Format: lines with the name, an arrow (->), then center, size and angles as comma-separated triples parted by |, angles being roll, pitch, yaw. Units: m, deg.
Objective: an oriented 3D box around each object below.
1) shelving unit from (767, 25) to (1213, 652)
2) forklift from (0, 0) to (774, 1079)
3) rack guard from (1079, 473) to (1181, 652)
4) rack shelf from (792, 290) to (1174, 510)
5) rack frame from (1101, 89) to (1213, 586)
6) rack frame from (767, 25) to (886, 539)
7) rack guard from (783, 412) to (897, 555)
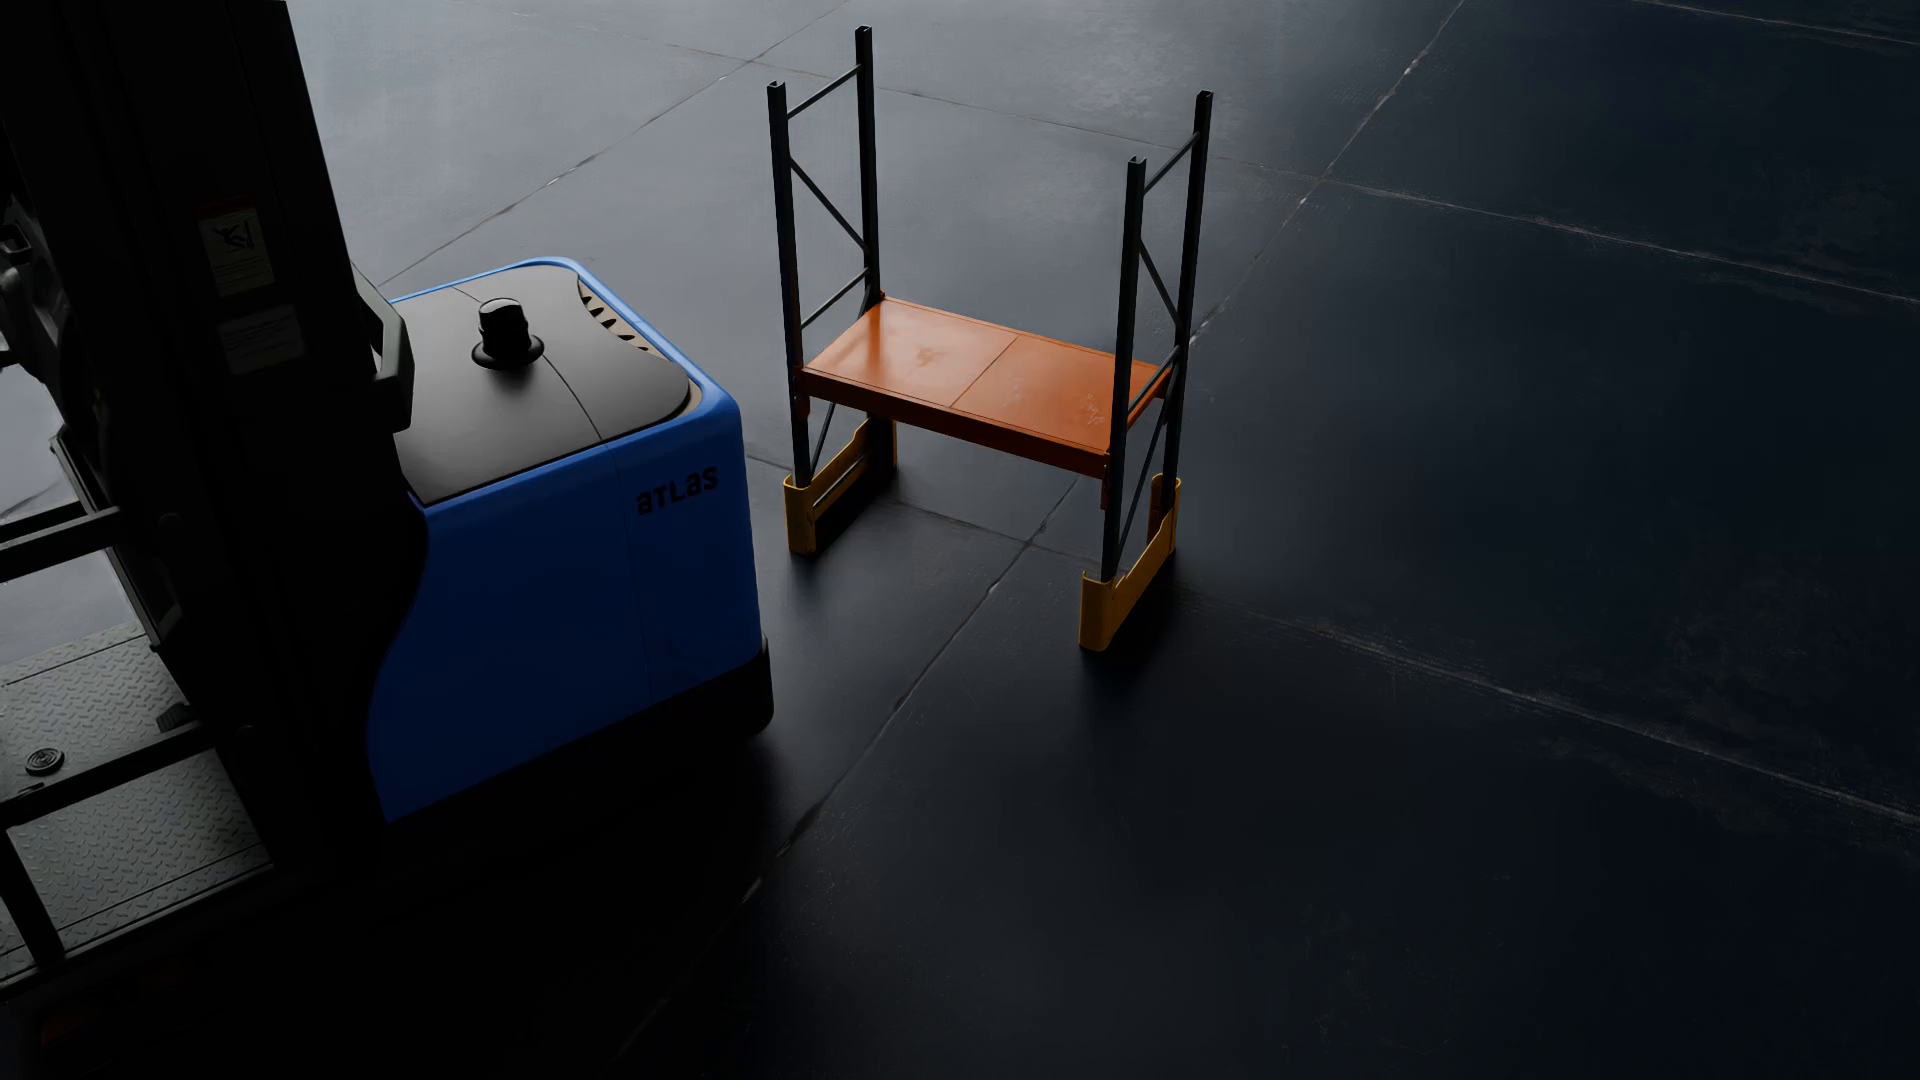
shelving unit -> 0.068, -0.576, 4.769 | 1.083, 1.500, 0.587 | 17, 41, 21
forklift -> -1.999, -0.349, 3.286 | 3.031, 2.935, 1.130 | -23, 43, -28
rack guard -> 0.510, 0.060, 4.964 | 0.087, 0.250, 0.587 | 17, 41, 21
rack shelf -> 0.076, -0.430, 4.874 | 1.000, 0.185, 0.538 | 17, 41, 21
rack frame -> 0.527, -0.432, 4.579 | 0.032, 1.500, 0.500 | 17, 41, 21
rack frame -> -0.376, -0.715, 4.951 | 0.032, 1.500, 0.500 | 17, 41, 21
rack guard -> -0.375, -0.217, 5.329 | 0.087, 0.250, 0.587 | 17, 41, 21
